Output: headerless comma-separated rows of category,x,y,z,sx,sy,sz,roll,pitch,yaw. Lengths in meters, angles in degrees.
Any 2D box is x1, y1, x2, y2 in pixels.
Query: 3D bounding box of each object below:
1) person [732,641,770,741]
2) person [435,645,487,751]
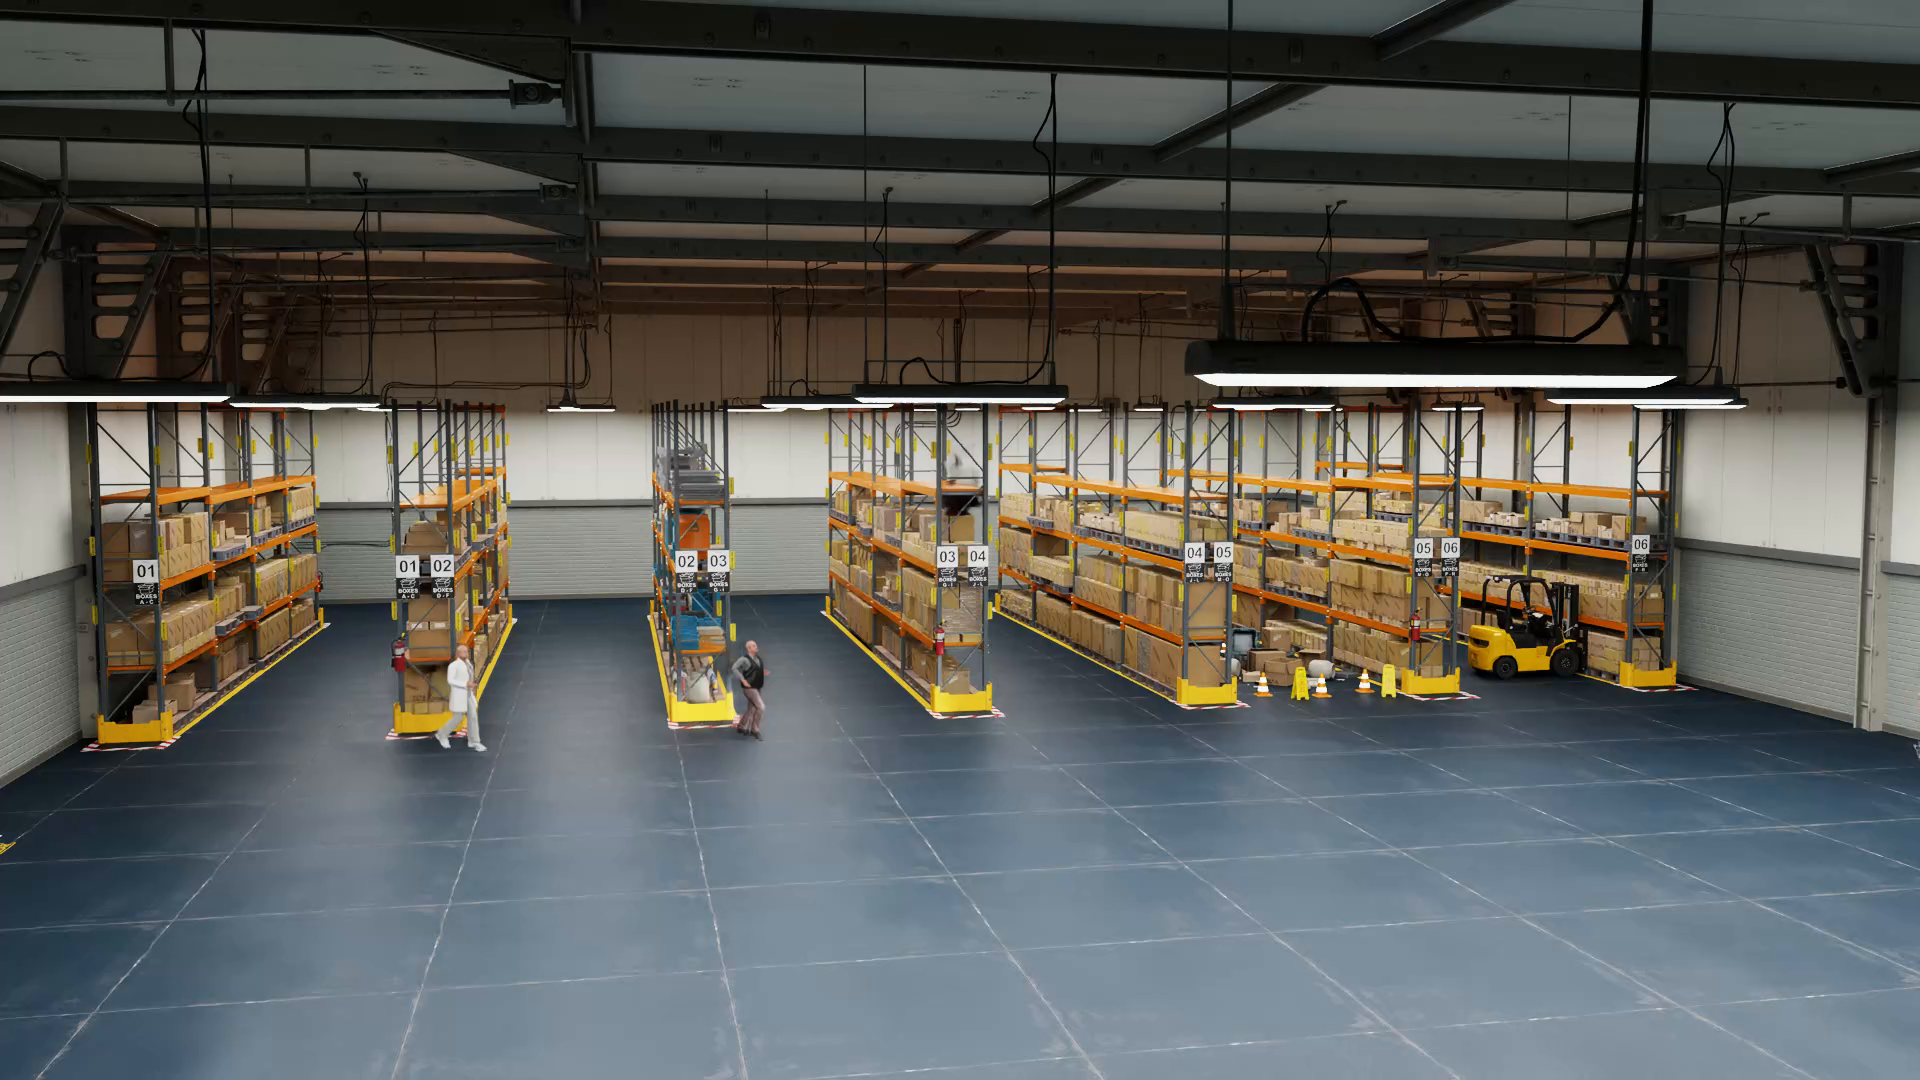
person,-3.668,2.661,29.384,0.700,1.765,0.636,2,5,23
person,-8.515,2.690,28.370,0.948,1.804,0.731,1,5,19
